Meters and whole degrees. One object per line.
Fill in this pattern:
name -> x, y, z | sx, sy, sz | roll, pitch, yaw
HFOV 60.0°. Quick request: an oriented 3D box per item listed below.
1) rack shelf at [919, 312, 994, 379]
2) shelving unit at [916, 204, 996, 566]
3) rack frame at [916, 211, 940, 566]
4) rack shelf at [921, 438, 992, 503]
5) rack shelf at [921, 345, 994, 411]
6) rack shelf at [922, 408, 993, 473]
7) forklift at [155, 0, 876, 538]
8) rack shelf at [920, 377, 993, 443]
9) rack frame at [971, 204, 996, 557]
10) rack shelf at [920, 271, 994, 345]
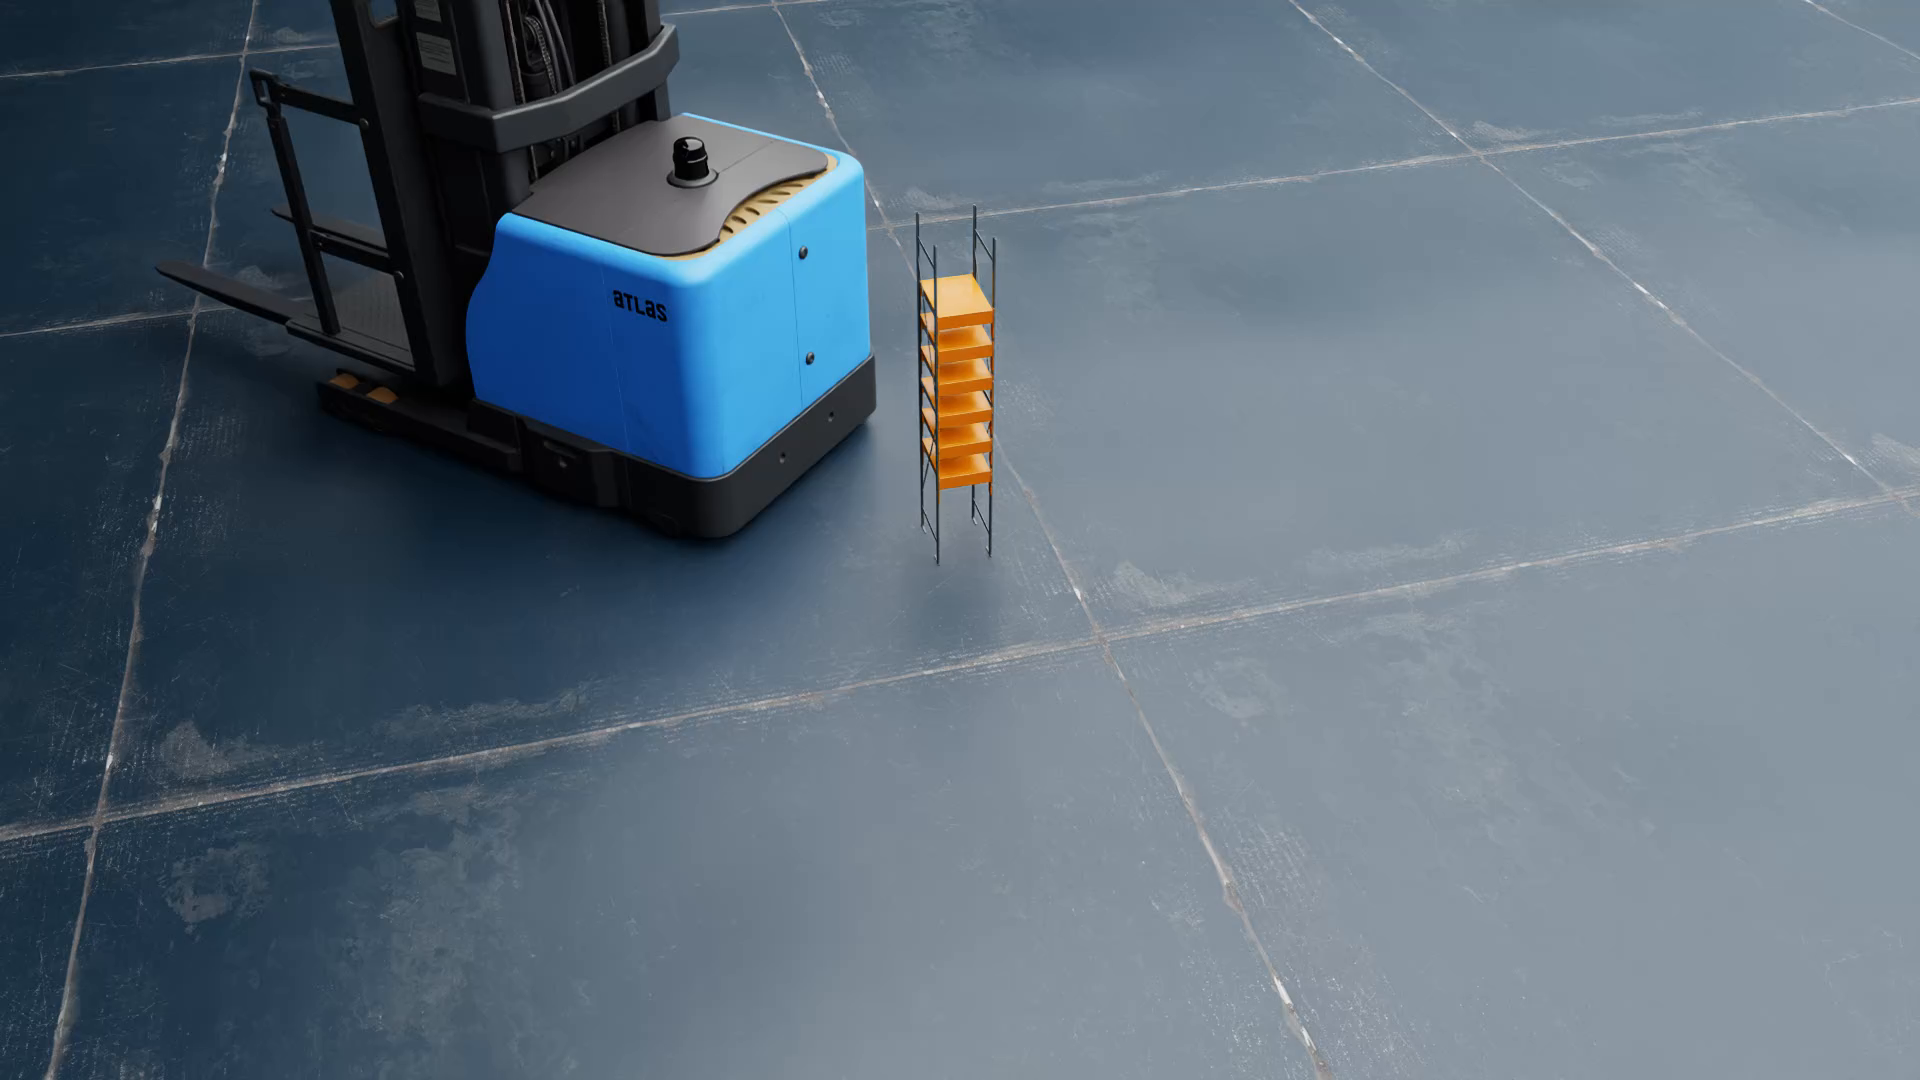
rack shelf -> -0.014, -0.630, 5.264 | 0.180, 0.103, 0.258 | -9, 38, -12
shelving unit -> -0.014, -0.474, 5.382 | 0.189, 1.200, 0.258 | -9, 38, -12
rack frame -> -0.102, -0.460, 5.364 | 0.006, 1.200, 0.240 | -9, 38, -12
rack shelf -> -0.014, -0.248, 5.555 | 0.180, 0.103, 0.258 | -9, 38, -12
rack shelf -> -0.014, -0.534, 5.337 | 0.180, 0.103, 0.258 | -9, 38, -12
rack shelf -> -0.014, -0.344, 5.482 | 0.180, 0.103, 0.258 | -9, 38, -12
forklift -> -1.849, -1.827, 5.726 | 3.031, 2.935, 1.130 | 20, 42, 24
rack shelf -> -0.014, -0.439, 5.409 | 0.180, 0.103, 0.258 | -9, 38, -12
rack frame -> 0.074, -0.489, 5.401 | 0.006, 1.200, 0.240 | -9, 38, -12
rack shelf -> -0.014, -0.725, 5.191 | 0.180, 0.103, 0.258 | -9, 38, -12
